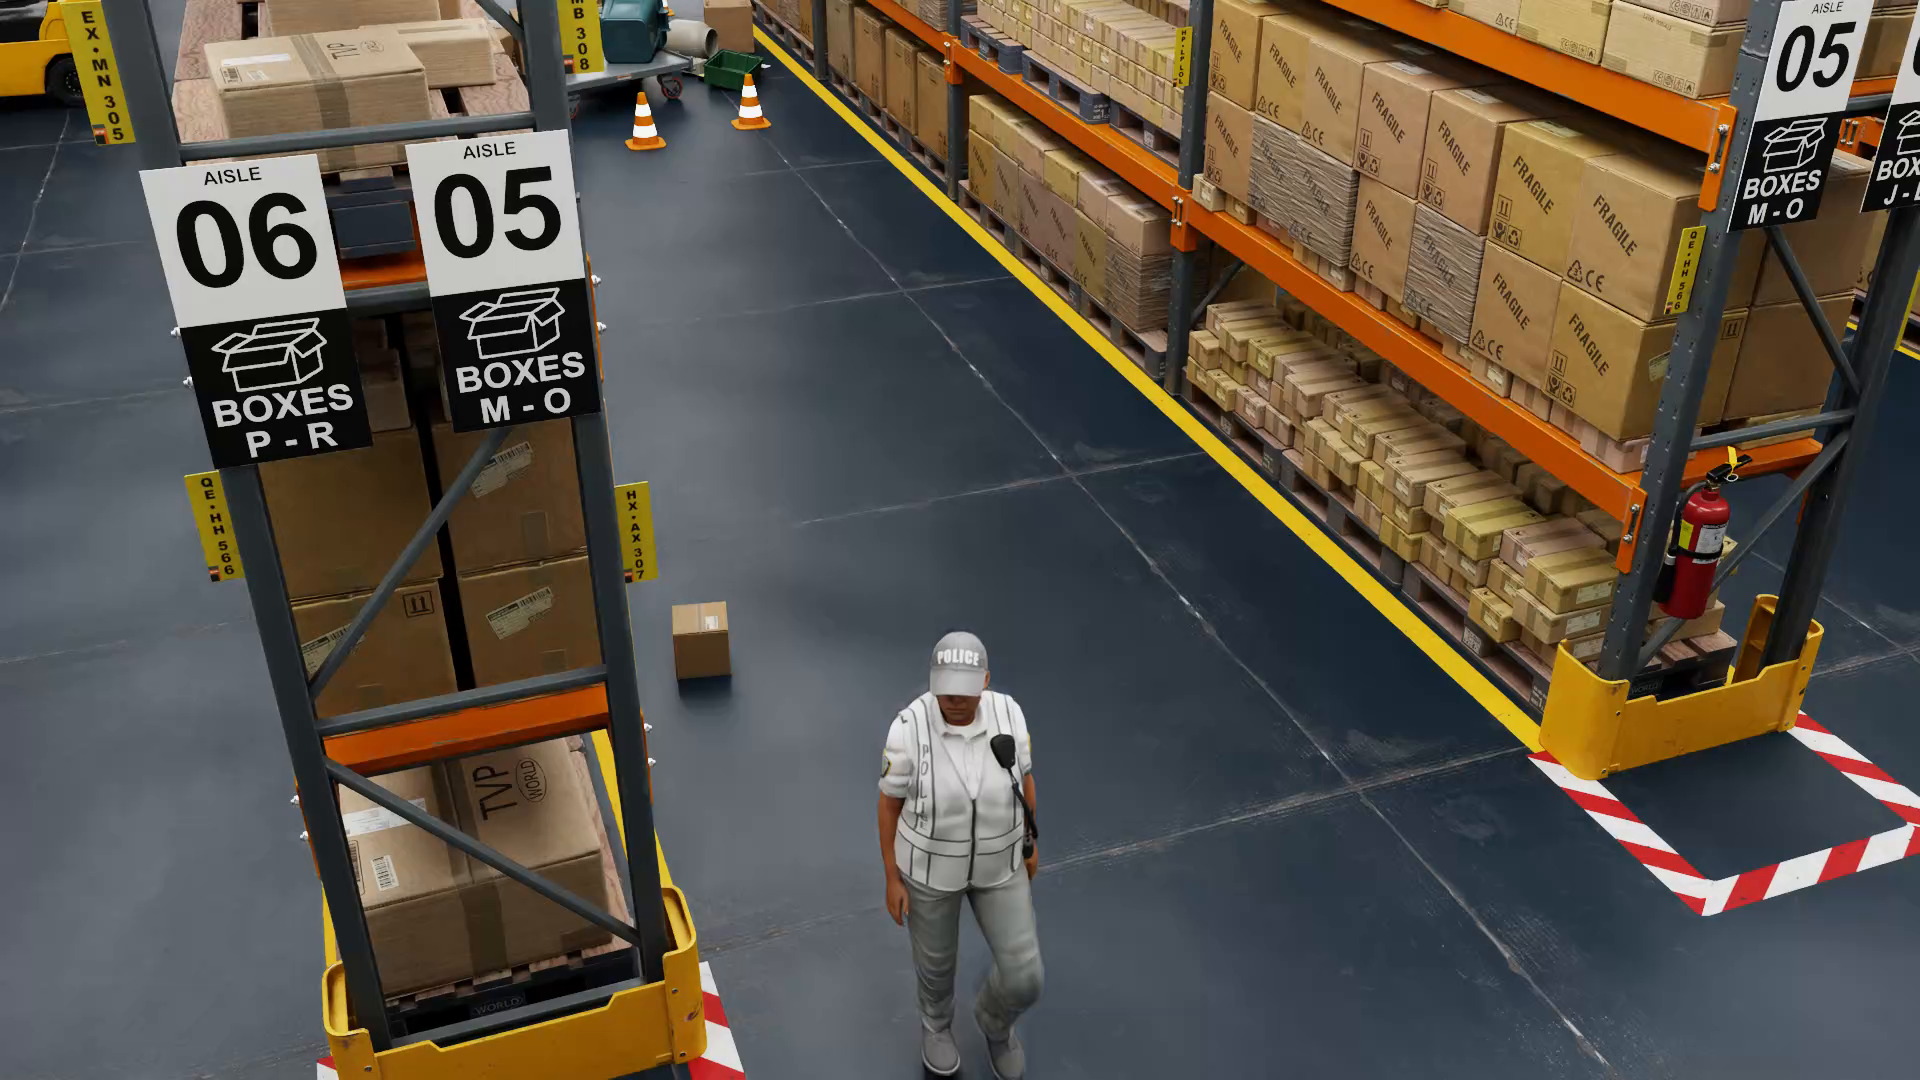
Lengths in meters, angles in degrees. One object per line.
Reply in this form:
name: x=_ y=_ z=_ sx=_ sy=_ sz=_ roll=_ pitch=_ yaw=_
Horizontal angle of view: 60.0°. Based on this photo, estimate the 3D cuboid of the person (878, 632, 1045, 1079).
person: x=0.019 y=1.074 z=5.272 sx=0.530 sy=1.709 sz=0.470 roll=-6 pitch=30 yaw=-10
